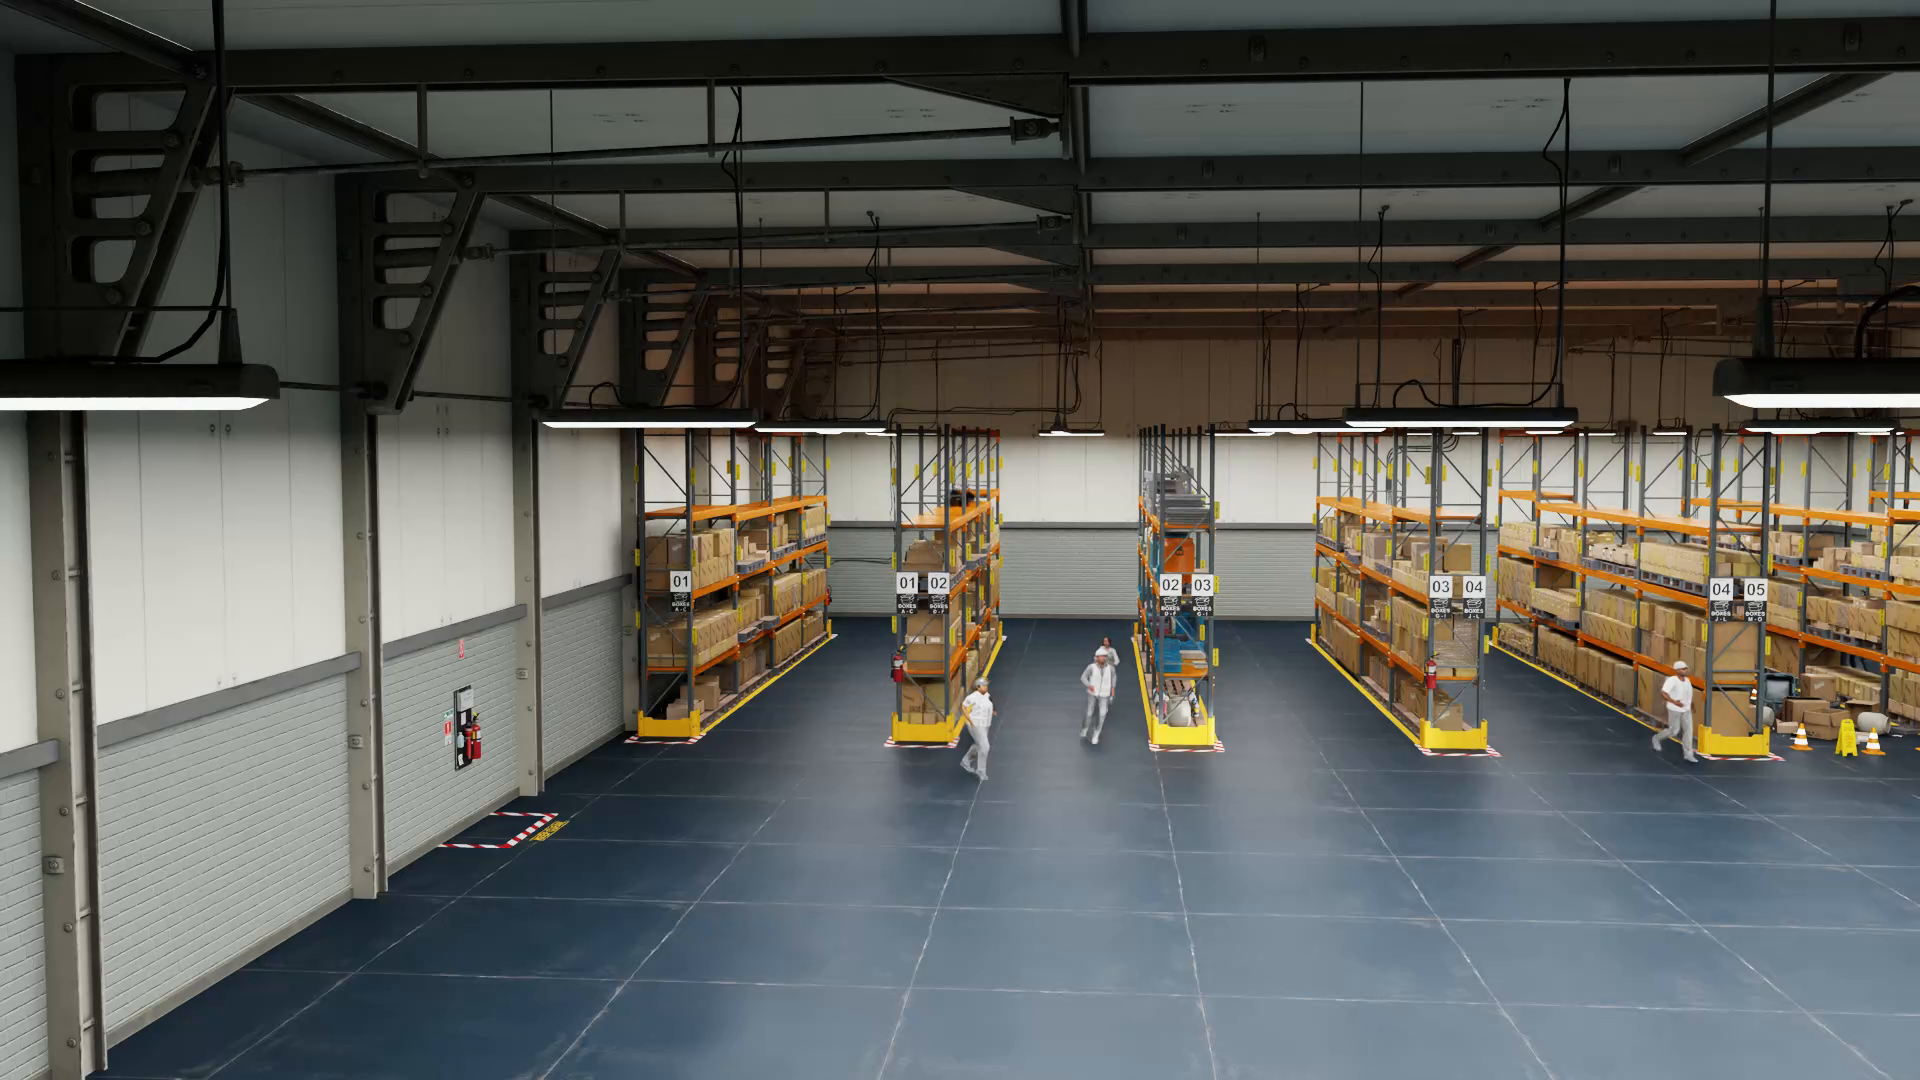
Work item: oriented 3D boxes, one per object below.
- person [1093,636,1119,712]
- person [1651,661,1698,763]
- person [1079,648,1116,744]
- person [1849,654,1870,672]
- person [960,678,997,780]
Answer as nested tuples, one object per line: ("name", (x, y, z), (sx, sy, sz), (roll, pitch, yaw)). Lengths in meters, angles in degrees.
("person", (3.074, 2.807, 35.018), (0.547, 1.563, 0.755), (1, 4, 8))
("person", (12.837, 3.038, 29.674), (0.733, 1.754, 0.983), (-2, 4, -24))
("person", (2.628, 2.945, 31.481), (0.724, 1.794, 0.692), (0, 3, -3))
("person", (21.259, 2.525, 39.277), (0.529, 1.632, 0.810), (0, 3, 2))
("person", (0.295, 3.195, 28.181), (0.689, 1.741, 0.627), (2, 4, 34))
